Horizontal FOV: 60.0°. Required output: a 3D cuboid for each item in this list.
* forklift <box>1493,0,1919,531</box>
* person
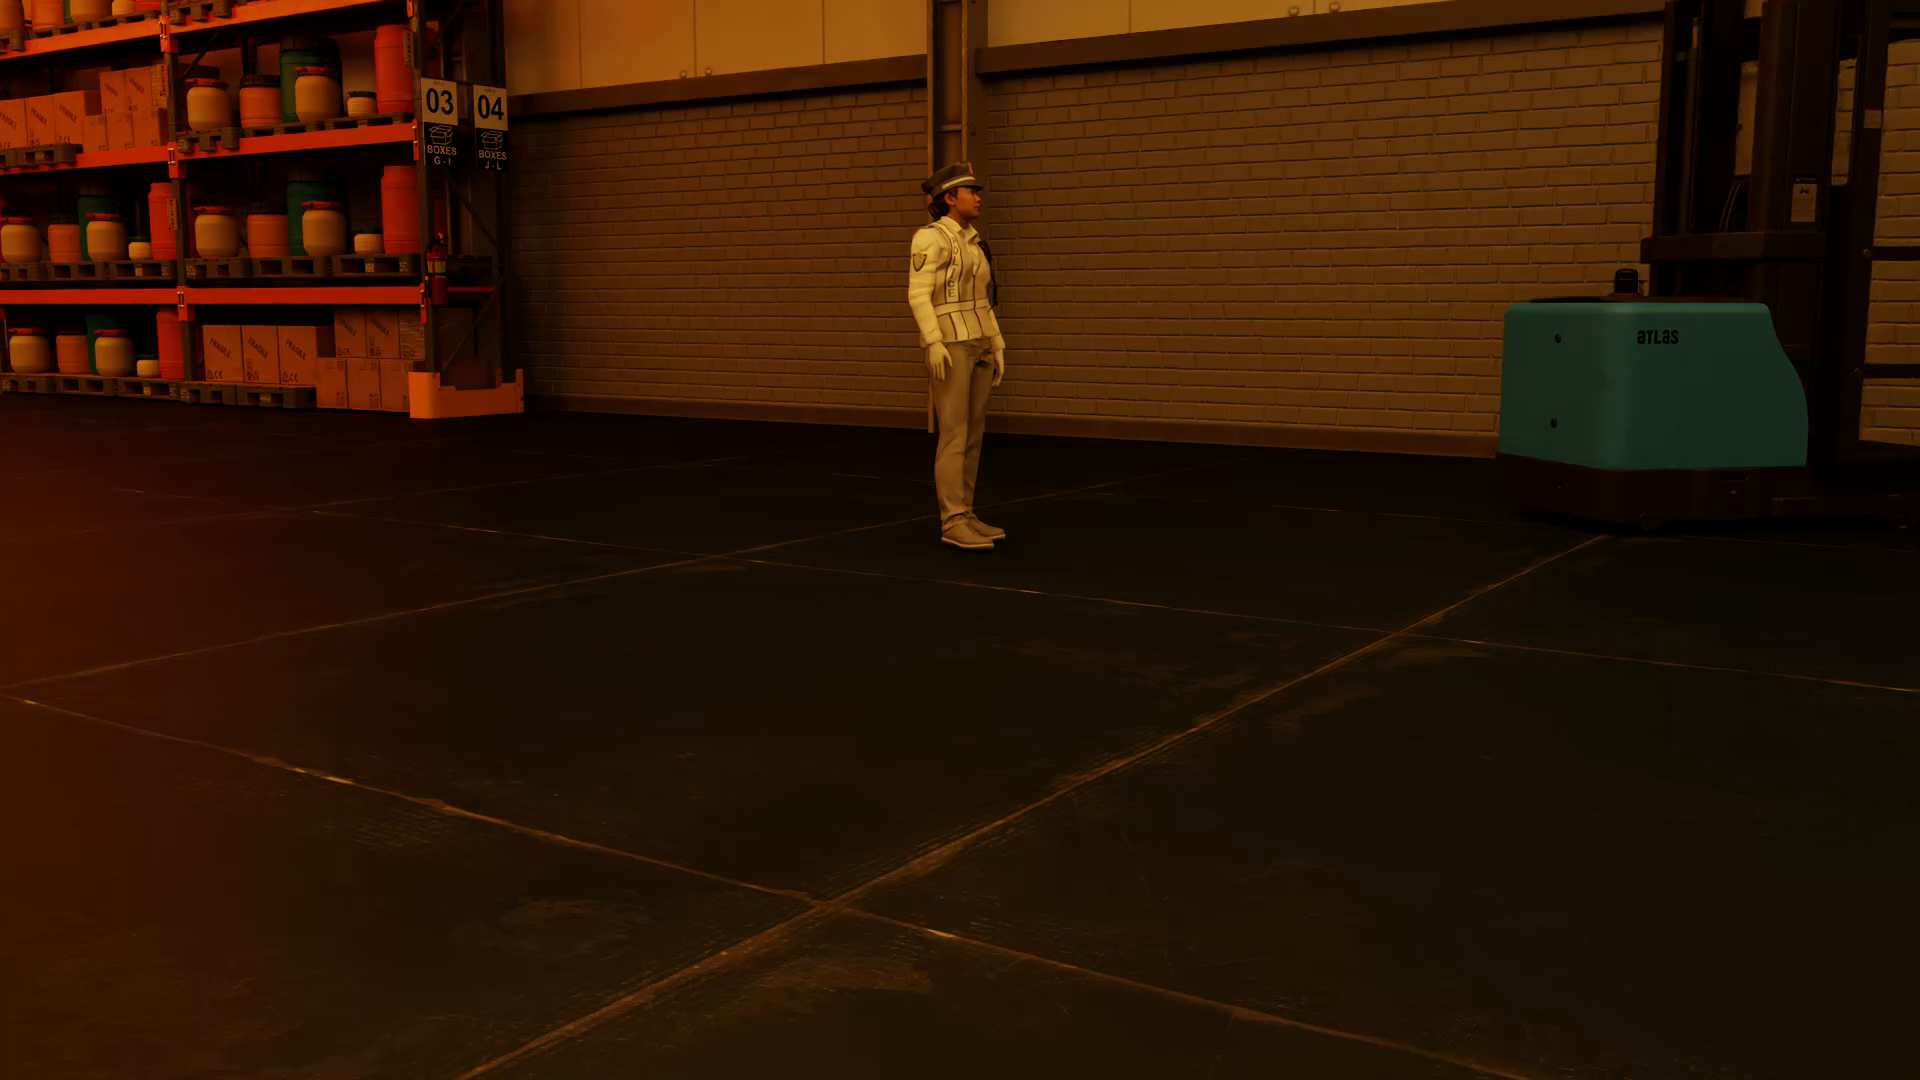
[{"bbox_3d":[4.327,-1.577,8.284,3.031,2.935,1.130,-2,8,-13],"label":"forklift"},{"bbox_3d":[0.053,-0.840,7.439,0.532,1.694,0.586,5,10,34],"label":"person"}]
